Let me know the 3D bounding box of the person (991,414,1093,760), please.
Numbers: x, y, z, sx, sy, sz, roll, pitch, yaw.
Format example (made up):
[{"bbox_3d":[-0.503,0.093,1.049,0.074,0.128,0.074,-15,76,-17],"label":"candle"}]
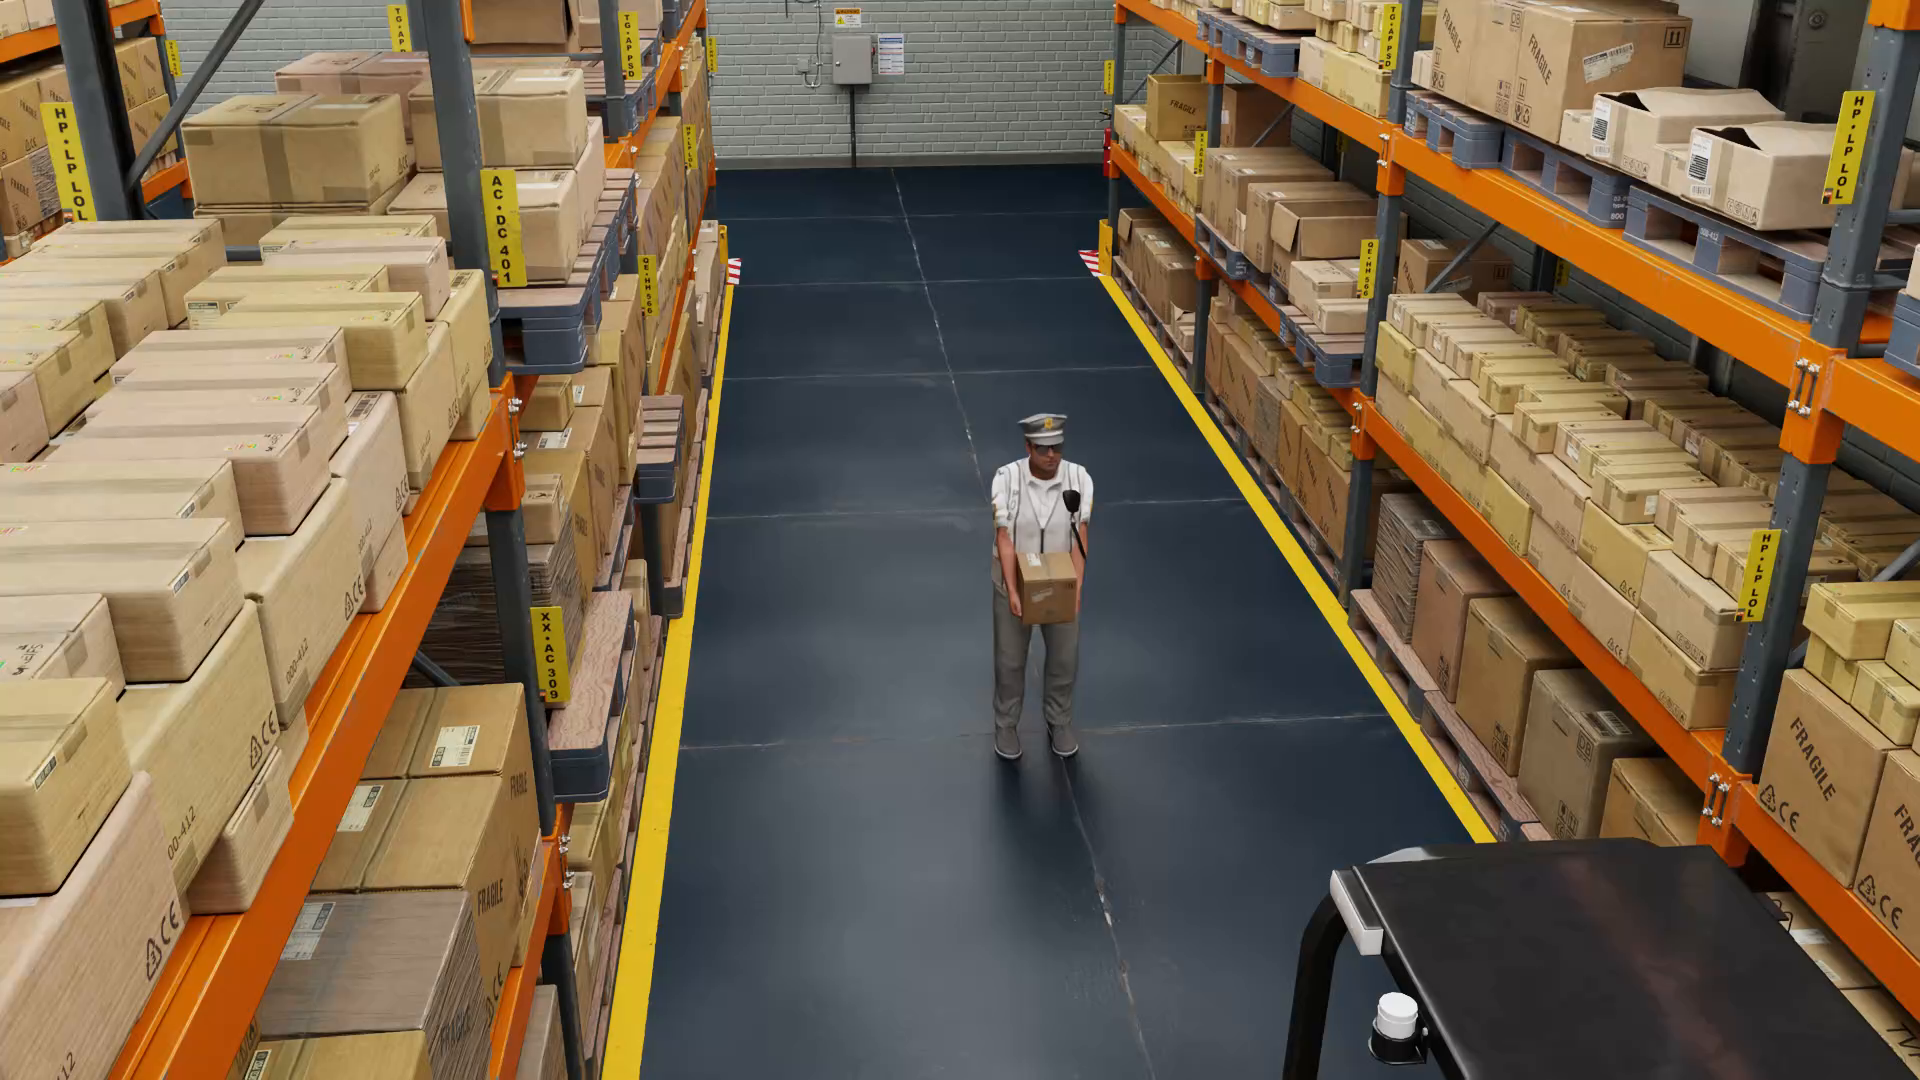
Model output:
[{"bbox_3d":[0.398,0.237,8.033,0.490,1.771,0.567,-3,24,-6],"label":"person"}]
